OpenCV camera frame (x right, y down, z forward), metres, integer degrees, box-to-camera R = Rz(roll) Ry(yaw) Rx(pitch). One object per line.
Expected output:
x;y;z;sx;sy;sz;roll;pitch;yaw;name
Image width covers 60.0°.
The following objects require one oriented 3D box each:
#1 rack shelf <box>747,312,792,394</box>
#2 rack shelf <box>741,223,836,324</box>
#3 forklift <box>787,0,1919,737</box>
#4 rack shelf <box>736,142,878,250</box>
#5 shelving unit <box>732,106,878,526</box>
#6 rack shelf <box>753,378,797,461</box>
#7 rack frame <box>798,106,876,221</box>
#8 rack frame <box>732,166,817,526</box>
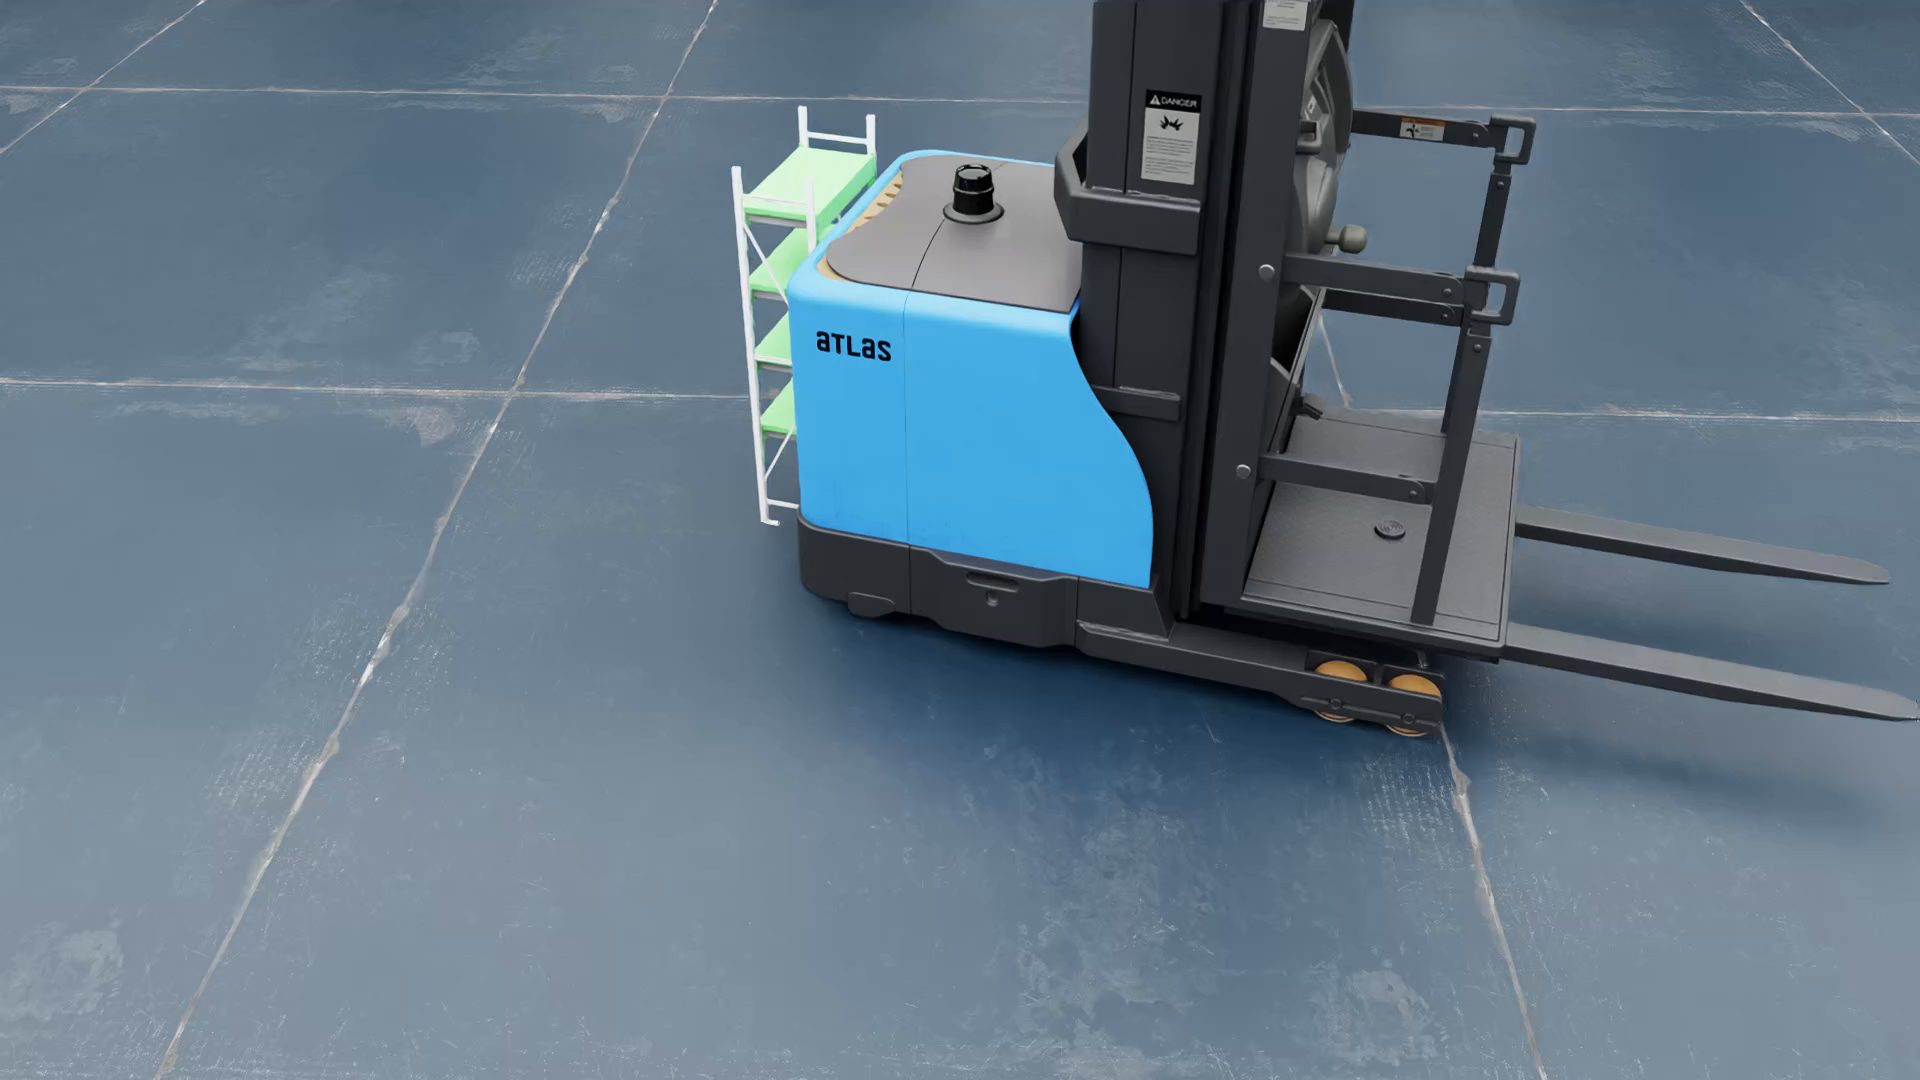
-0.446;-0.610;5.186;0.258;0.148;0.480;10;36;14;rack shelf
-0.446;-0.807;5.048;0.258;0.148;0.480;10;36;14;rack shelf
1.100;-1.012;4.140;3.031;2.935;1.130;10;36;14;forklift
-0.446;-1.003;4.910;0.258;0.148;0.480;10;36;14;rack shelf
-0.446;-0.663;5.149;0.258;1.200;0.503;10;36;14;shelving unit
-0.446;-0.414;5.324;0.258;0.148;0.480;10;36;14;rack shelf
-0.372;-0.796;5.339;0.240;1.200;0.015;10;36;14;rack frame
-0.521;-0.529;4.959;0.240;1.200;0.015;10;36;14;rack frame
